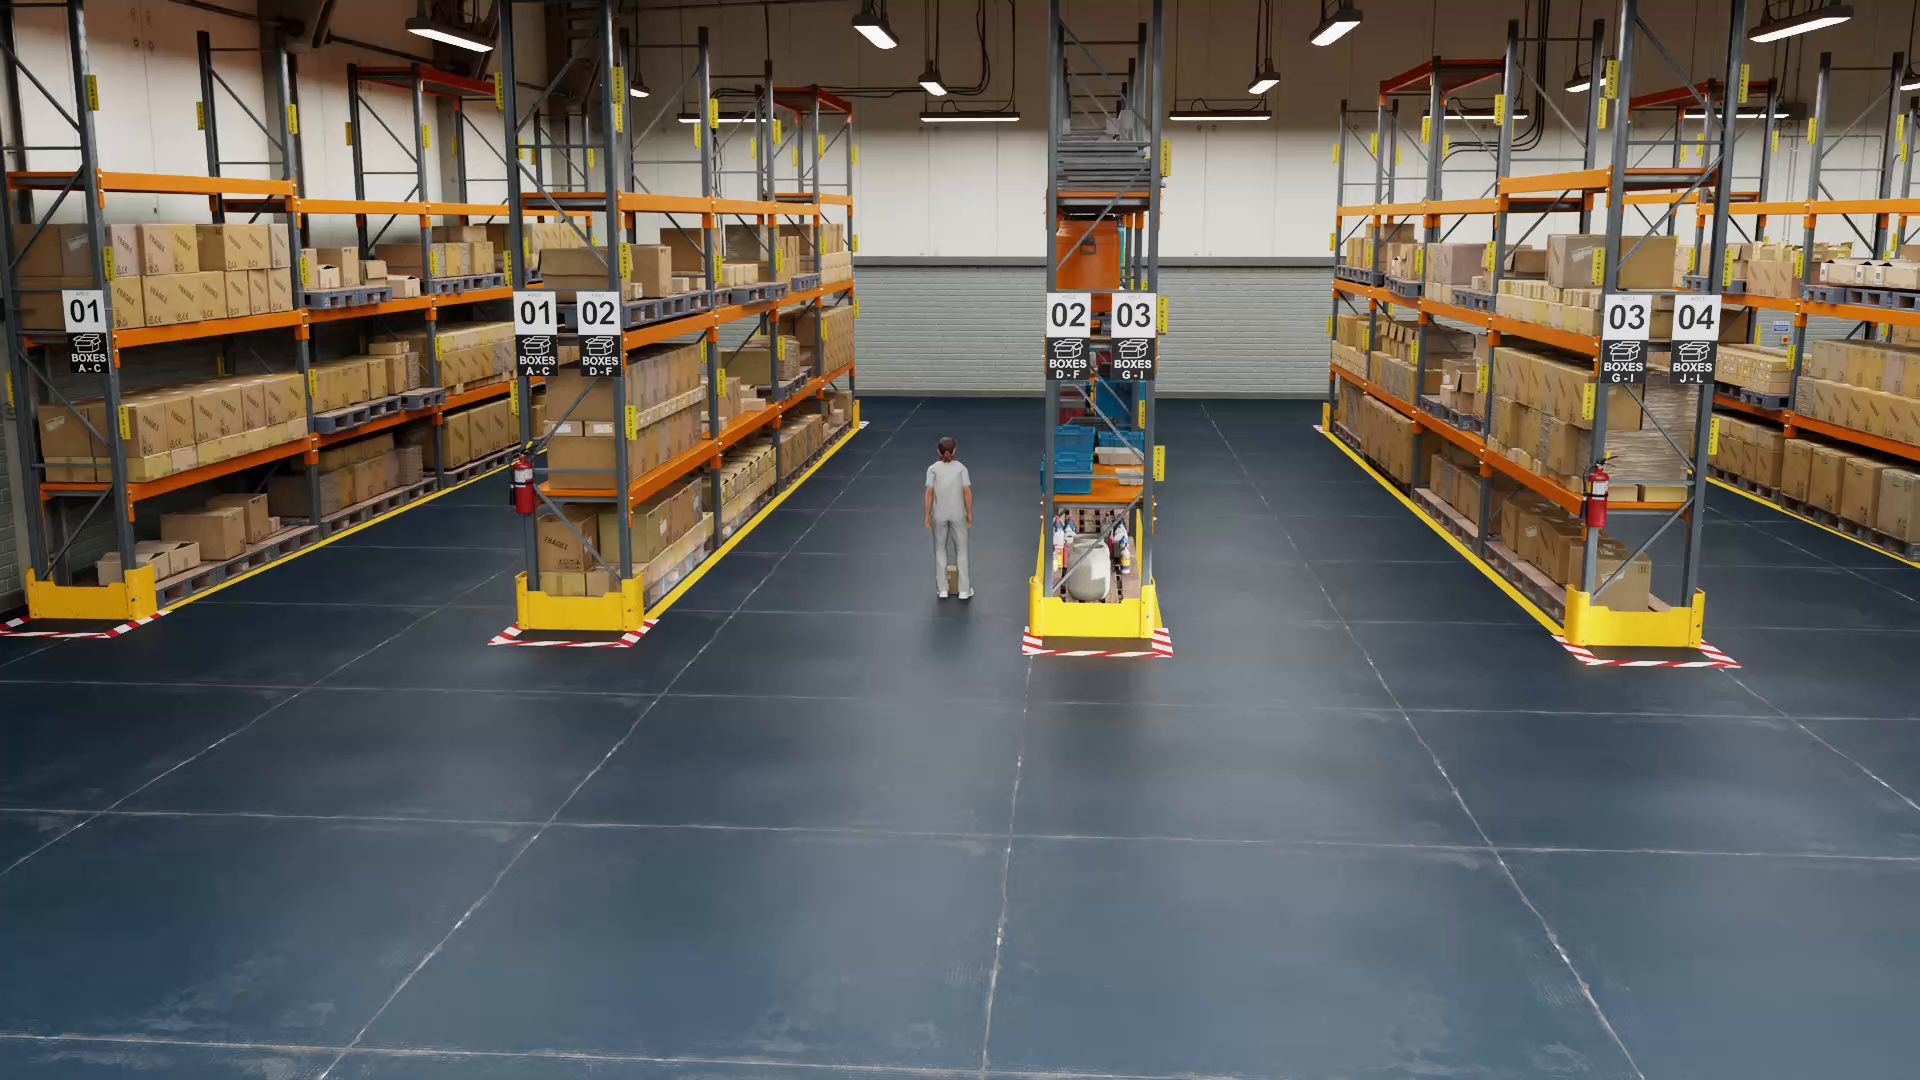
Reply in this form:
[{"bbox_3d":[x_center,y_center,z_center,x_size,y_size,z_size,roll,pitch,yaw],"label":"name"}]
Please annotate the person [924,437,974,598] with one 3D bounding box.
[{"bbox_3d":[-0.111,-0.236,17.172,0.514,1.671,0.416,0,11,0],"label":"person"}]
